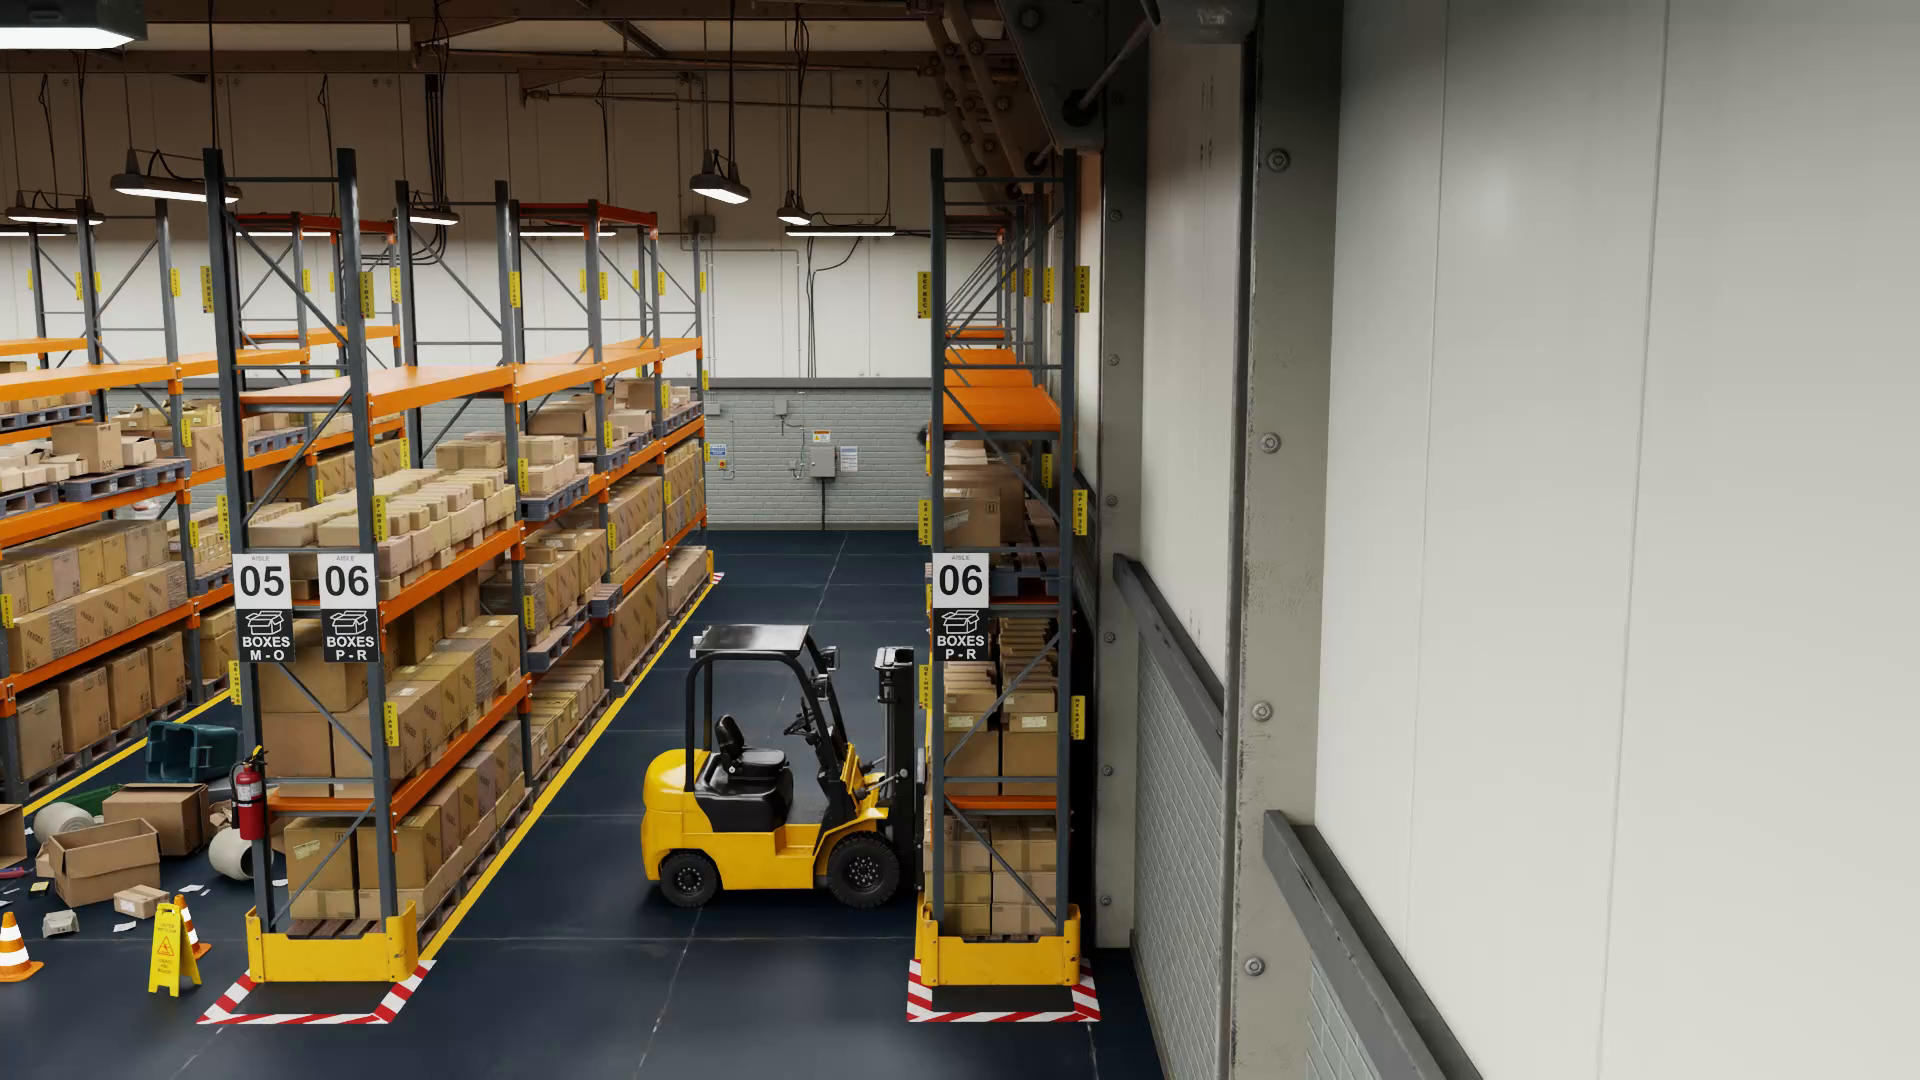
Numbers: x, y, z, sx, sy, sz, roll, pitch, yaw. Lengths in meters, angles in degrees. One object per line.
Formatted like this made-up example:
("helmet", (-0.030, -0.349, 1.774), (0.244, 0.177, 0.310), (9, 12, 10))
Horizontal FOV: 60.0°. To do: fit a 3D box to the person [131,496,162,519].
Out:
("person", (-14.086, -0.339, 28.887), (0.978, 1.781, 0.668), (2, 9, 15))
